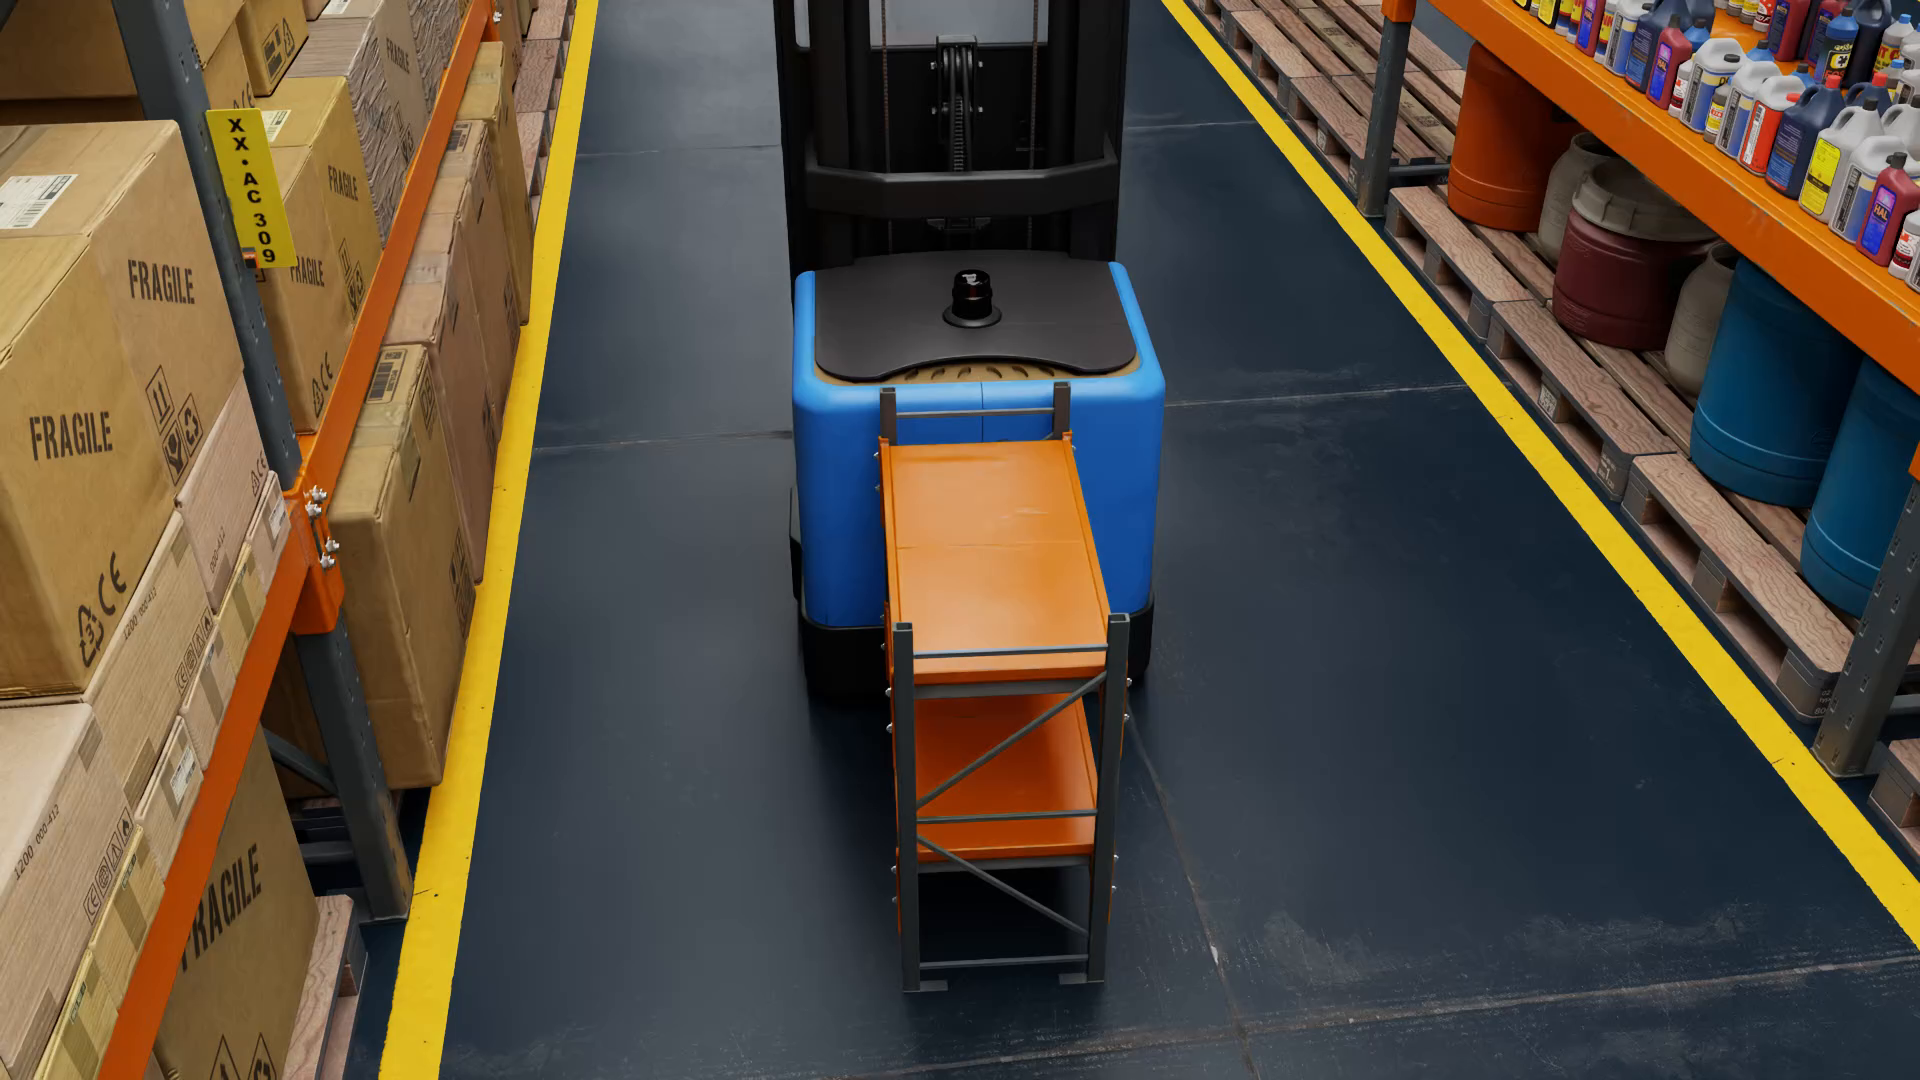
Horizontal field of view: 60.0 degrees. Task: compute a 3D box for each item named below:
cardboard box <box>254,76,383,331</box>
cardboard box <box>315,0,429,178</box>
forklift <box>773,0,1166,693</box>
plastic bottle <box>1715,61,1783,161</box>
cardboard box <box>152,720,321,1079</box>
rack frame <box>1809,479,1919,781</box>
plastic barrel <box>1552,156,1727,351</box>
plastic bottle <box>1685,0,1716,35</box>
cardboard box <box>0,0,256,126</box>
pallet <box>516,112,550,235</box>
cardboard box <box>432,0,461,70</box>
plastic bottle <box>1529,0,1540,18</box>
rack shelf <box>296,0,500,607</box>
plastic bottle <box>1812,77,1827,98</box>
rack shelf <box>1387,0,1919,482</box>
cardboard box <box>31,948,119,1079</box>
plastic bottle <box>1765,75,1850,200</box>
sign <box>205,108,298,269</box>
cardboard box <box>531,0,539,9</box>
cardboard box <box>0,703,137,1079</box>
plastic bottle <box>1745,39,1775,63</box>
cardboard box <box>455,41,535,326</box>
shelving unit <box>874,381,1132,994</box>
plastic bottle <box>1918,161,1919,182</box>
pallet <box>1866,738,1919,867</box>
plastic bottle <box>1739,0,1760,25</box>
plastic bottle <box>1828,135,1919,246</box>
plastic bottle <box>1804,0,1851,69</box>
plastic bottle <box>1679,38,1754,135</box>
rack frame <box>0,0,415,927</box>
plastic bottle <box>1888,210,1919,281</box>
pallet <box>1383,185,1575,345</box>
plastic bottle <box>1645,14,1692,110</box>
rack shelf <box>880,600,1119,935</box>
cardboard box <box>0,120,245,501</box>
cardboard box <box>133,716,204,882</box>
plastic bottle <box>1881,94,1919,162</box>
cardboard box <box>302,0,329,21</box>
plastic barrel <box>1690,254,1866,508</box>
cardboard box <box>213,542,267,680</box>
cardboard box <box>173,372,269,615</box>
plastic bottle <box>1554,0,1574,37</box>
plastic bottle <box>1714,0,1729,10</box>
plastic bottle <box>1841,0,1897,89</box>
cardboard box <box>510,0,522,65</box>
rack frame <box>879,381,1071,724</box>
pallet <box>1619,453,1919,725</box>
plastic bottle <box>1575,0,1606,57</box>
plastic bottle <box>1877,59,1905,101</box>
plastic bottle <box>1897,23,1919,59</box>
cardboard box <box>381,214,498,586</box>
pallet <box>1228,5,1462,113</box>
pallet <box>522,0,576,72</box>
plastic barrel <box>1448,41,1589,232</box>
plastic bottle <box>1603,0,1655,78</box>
[{"bbox_3d":[-1.814,-0.847,4.241,0.500,0.500,0.500,-4,35,-6],"label":"cardboard box"},{"bbox_3d":[-1.956,-1.414,5.073,0.500,0.500,0.500,-4,34,-5],"label":"cardboard box"},{"bbox_3d":[-0.043,-1.562,5.439,1.130,2.935,3.031,-2,34,-3],"label":"forklift"},{"bbox_3d":[2.468,-1.329,5.147,0.152,0.276,0.135,-4,35,-6],"label":"plastic bottle"},{"bbox_3d":[-1.922,0.829,3.383,0.875,0.875,0.875,-4,35,-6],"label":"cardboard box"},{"bbox_3d":[2.977,-0.625,4.003,1.000,3.000,0.127,-4,35,-6],"label":"rack frame"},{"bbox_3d":[2.673,-1.132,6.516,0.600,0.588,0.708,-4,35,-6],"label":"plastic barrel"},{"bbox_3d":[2.513,-1.794,5.762,0.144,0.351,0.185,-4,35,-6],"label":"plastic bottle"},{"bbox_3d":[-2.026,-1.061,3.664,0.797,0.503,0.637,-5,35,-8],"label":"cardboard box"},{"bbox_3d":[-2.573,-1.766,8.153,1.003,0.211,1.213,-4,35,-6],"label":"pallet"},{"bbox_3d":[-2.096,-1.988,5.915,0.500,0.500,0.500,-5,35,-7],"label":"cardboard box"},{"bbox_3d":[2.245,-2.109,6.358,0.097,0.201,0.097,0,34,0],"label":"plastic bottle"},{"bbox_3d":[-2.200,-1.068,5.293,1.077,0.370,4.000,-4,35,-6],"label":"rack shelf"},{"bbox_3d":[2.607,-1.272,5.067,0.097,0.271,0.097,0,34,0],"label":"plastic bottle"},{"bbox_3d":[2.708,-1.444,5.843,1.077,0.370,4.000,-4,35,-6],"label":"rack shelf"},{"bbox_3d":[-1.393,0.717,2.258,0.380,0.149,0.250,-5,35,-7],"label":"cardboard box"},{"bbox_3d":[2.504,-1.196,4.885,0.144,0.351,0.185,-4,35,-6],"label":"plastic bottle"},{"bbox_3d":[-1.382,-0.683,3.250,0.100,0.325,0.005,-4,35,-6],"label":"sign"},{"bbox_3d":[-2.946,-3.518,10.078,0.700,0.500,0.500,-7,35,-10],"label":"cardboard box"},{"bbox_3d":[-1.471,0.489,2.237,0.500,0.250,0.500,-4,34,-5],"label":"cardboard box"},{"bbox_3d":[2.558,-1.477,5.368,0.097,0.271,0.097,0,34,0],"label":"plastic bottle"},{"bbox_3d":[-2.397,-1.391,6.641,1.225,0.875,0.875,-6,35,-9],"label":"cardboard box"},{"bbox_3d":[0.074,0.352,4.235,0.538,1.125,1.048,-2,34,-3],"label":"shelving unit"},{"bbox_3d":[2.675,-0.962,4.674,0.097,0.201,0.097,0,34,0],"label":"plastic bottle"},{"bbox_3d":[3.114,0.935,4.191,1.003,0.211,1.213,-4,35,-6],"label":"pallet"},{"bbox_3d":[3.023,-2.061,6.287,0.097,0.201,0.097,0,34,0],"label":"plastic bottle"},{"bbox_3d":[2.554,-0.973,4.624,0.152,0.276,0.135,-4,35,-6],"label":"plastic bottle"},{"bbox_3d":[3.052,-1.795,5.824,0.061,0.283,0.133,-4,35,-6],"label":"plastic bottle"},{"bbox_3d":[2.437,-1.459,5.337,0.152,0.276,0.135,-4,35,-6],"label":"plastic bottle"},{"bbox_3d":[-1.931,-0.250,3.453,1.000,3.000,0.127,-4,35,-6],"label":"rack frame"},{"bbox_3d":[2.560,-0.801,4.438,0.097,0.201,0.097,0,34,0],"label":"plastic bottle"},{"bbox_3d":[2.586,-1.268,7.423,1.003,0.211,1.213,-4,35,-6],"label":"pallet"},{"bbox_3d":[2.361,-1.587,5.519,0.061,0.283,0.133,-4,35,-6],"label":"plastic bottle"},{"bbox_3d":[0.074,0.554,4.373,0.538,0.278,1.000,-2,34,-3],"label":"rack shelf"},{"bbox_3d":[-1.605,-0.384,2.853,0.500,0.500,0.500,-3,34,-5],"label":"cardboard box"},{"bbox_3d":[-1.462,0.430,2.679,0.380,0.149,0.250,-4,34,-5],"label":"cardboard box"},{"bbox_3d":[2.672,-1.103,4.749,0.144,0.351,0.185,-4,35,-6],"label":"plastic bottle"},{"bbox_3d":[-2.205,-1.791,4.735,0.797,0.503,0.637,-3,34,-5],"label":"cardboard box"},{"bbox_3d":[2.825,-0.631,5.503,0.600,0.901,0.708,-4,35,-6],"label":"plastic barrel"},{"bbox_3d":[-1.531,0.143,3.099,0.380,0.149,0.250,-4,34,-5],"label":"cardboard box"},{"bbox_3d":[-1.612,-0.084,3.079,0.500,0.250,0.500,-5,35,-7],"label":"cardboard box"},{"bbox_3d":[2.276,-2.010,6.150,0.097,0.271,0.097,0,34,0],"label":"plastic bottle"},{"bbox_3d":[2.997,-2.198,6.427,0.097,0.271,0.097,0,34,0],"label":"plastic bottle"},{"bbox_3d":[3.092,-1.736,5.677,0.144,0.351,0.185,-4,35,-6],"label":"plastic bottle"},{"bbox_3d":[-2.825,-2.939,9.228,0.700,0.500,0.500,-7,35,-10],"label":"cardboard box"},{"bbox_3d":[0.040,0.066,4.654,0.500,1.125,0.032,-2,34,-3],"label":"rack frame"},{"bbox_3d":[2.914,0.094,5.425,1.003,0.211,1.213,-4,35,-6],"label":"pallet"},{"bbox_3d":[2.287,-1.894,5.970,0.061,0.283,0.133,-4,35,-6],"label":"plastic bottle"},{"bbox_3d":[3.015,-1.456,5.399,0.097,0.201,0.097,0,34,0],"label":"plastic bottle"},{"bbox_3d":[3.148,-1.572,5.507,0.097,0.271,0.097,0,34,0],"label":"plastic bottle"},{"bbox_3d":[-2.158,-0.399,5.186,1.225,0.875,0.875,-6,35,-8],"label":"cardboard box"},{"bbox_3d":[2.212,-2.819,9.699,1.003,0.211,1.213,-4,35,-6],"label":"pallet"},{"bbox_3d":[-2.901,-3.127,10.151,1.003,0.211,1.213,-4,35,-6],"label":"pallet"},{"bbox_3d":[2.521,-1.862,7.373,0.600,0.830,0.708,-4,35,-6],"label":"plastic barrel"},{"bbox_3d":[2.363,-1.766,5.788,0.152,0.276,0.135,-4,35,-6],"label":"plastic bottle"}]
